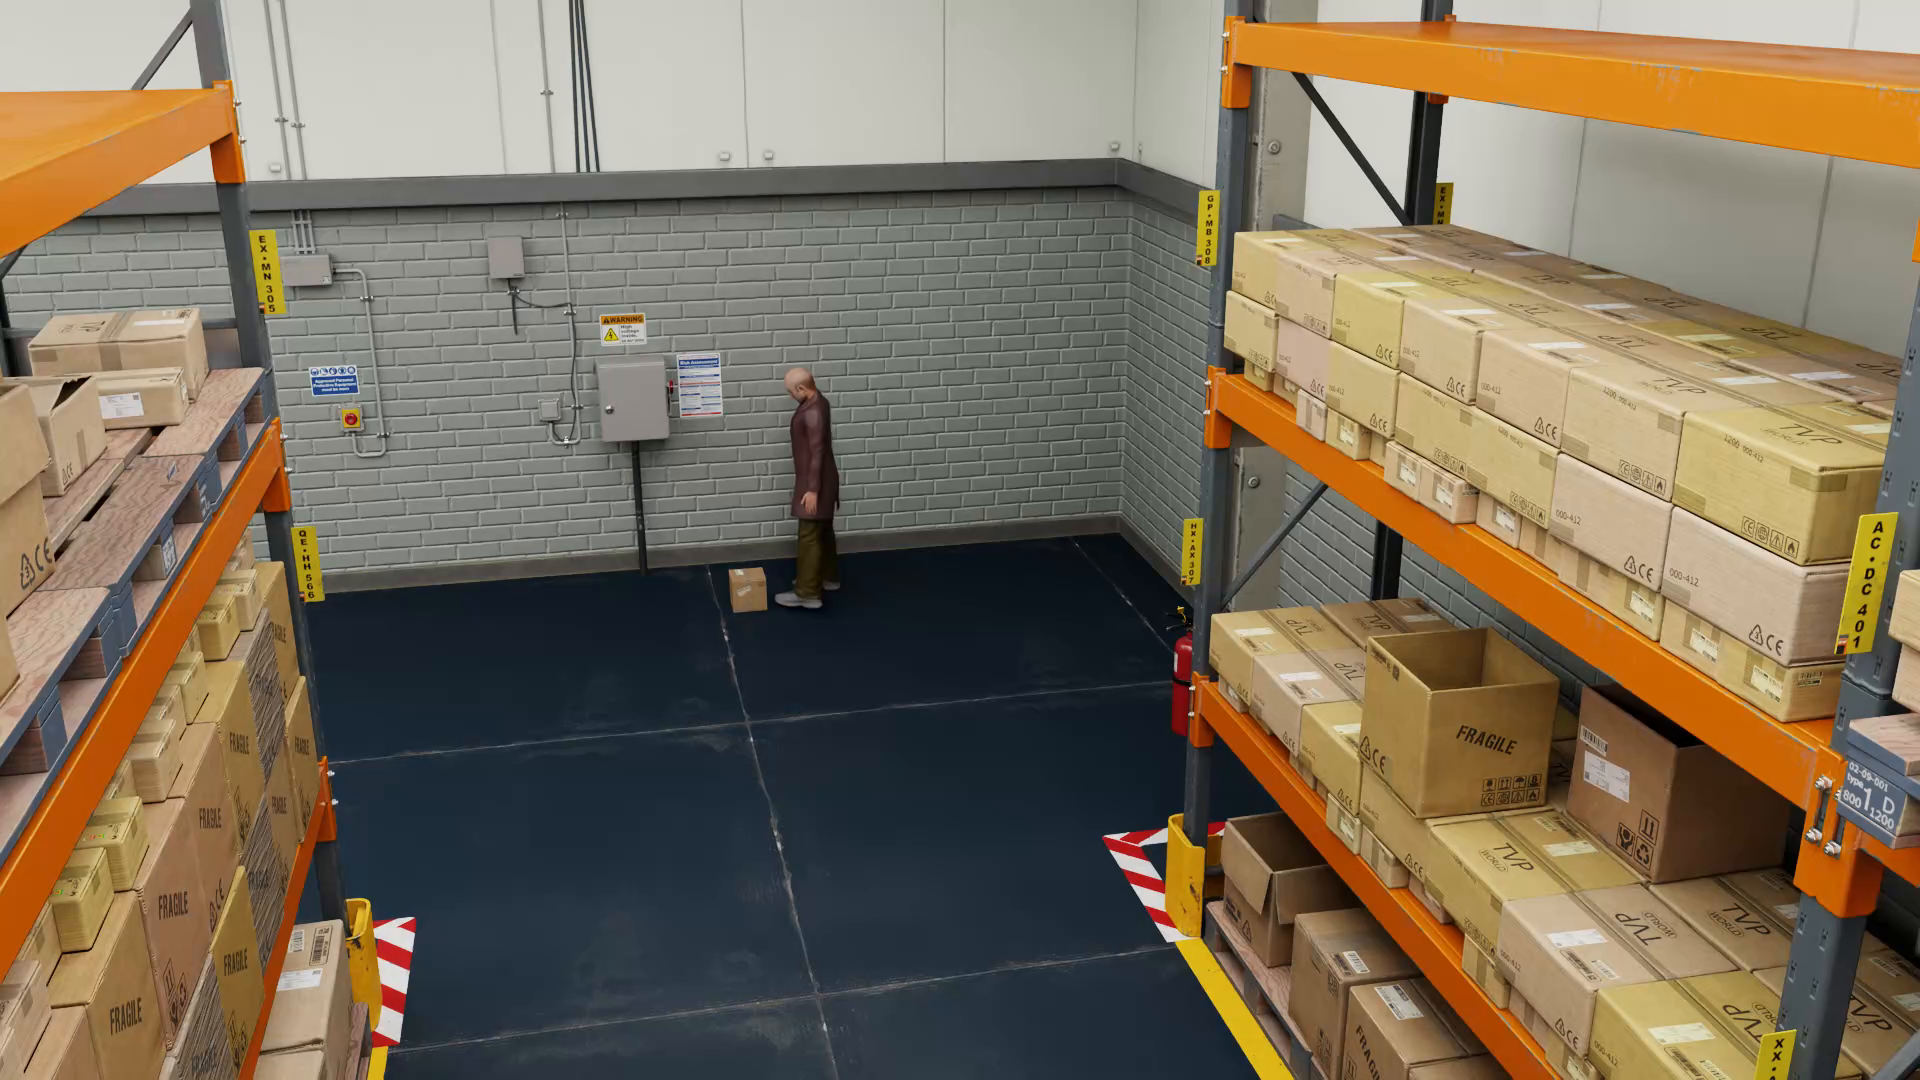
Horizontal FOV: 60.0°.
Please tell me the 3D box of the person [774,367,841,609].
[{"bbox_3d":[-1.135,-0.400,12.196,0.486,1.767,0.629,0,19,-1],"label":"person"}]
